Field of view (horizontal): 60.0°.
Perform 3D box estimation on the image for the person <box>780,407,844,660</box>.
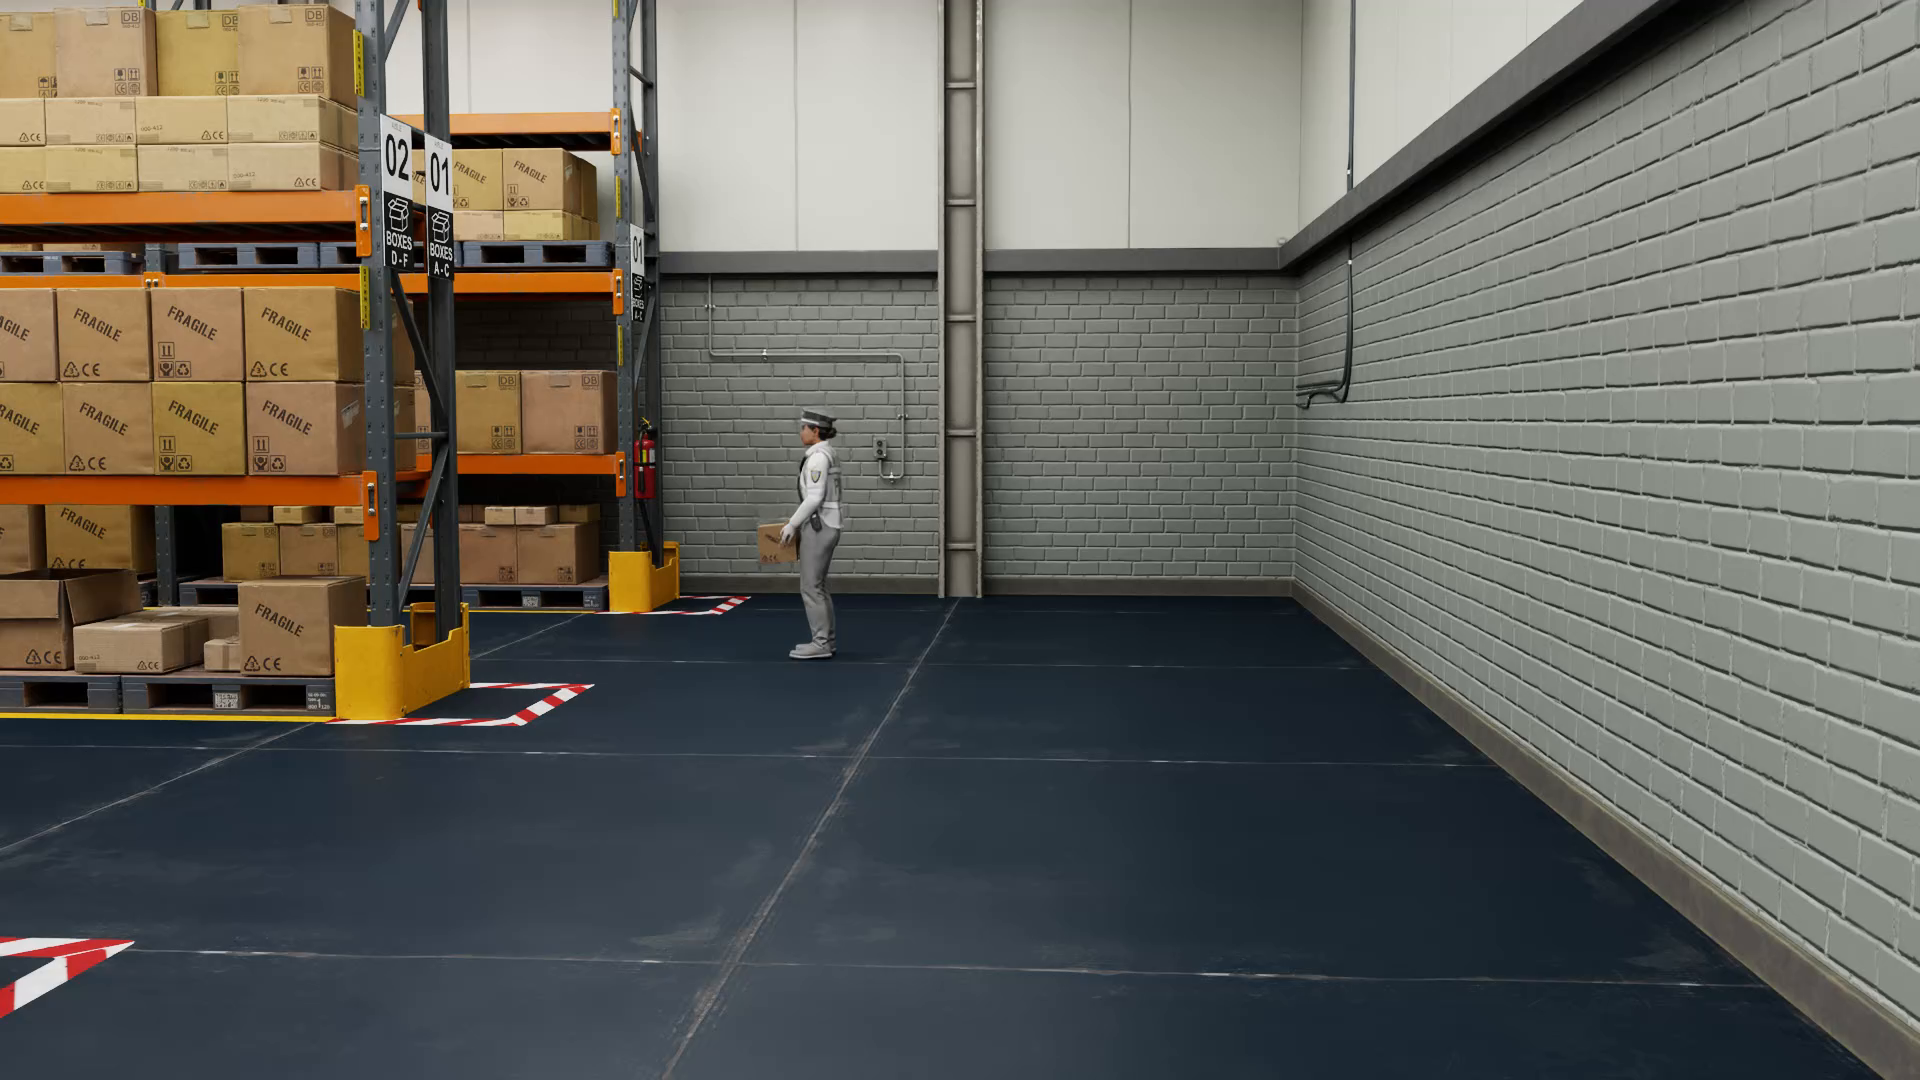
[{"bbox_3d":[-0.988,-0.053,11.179,0.411,1.684,0.500,0,4,3],"label":"person"}]
